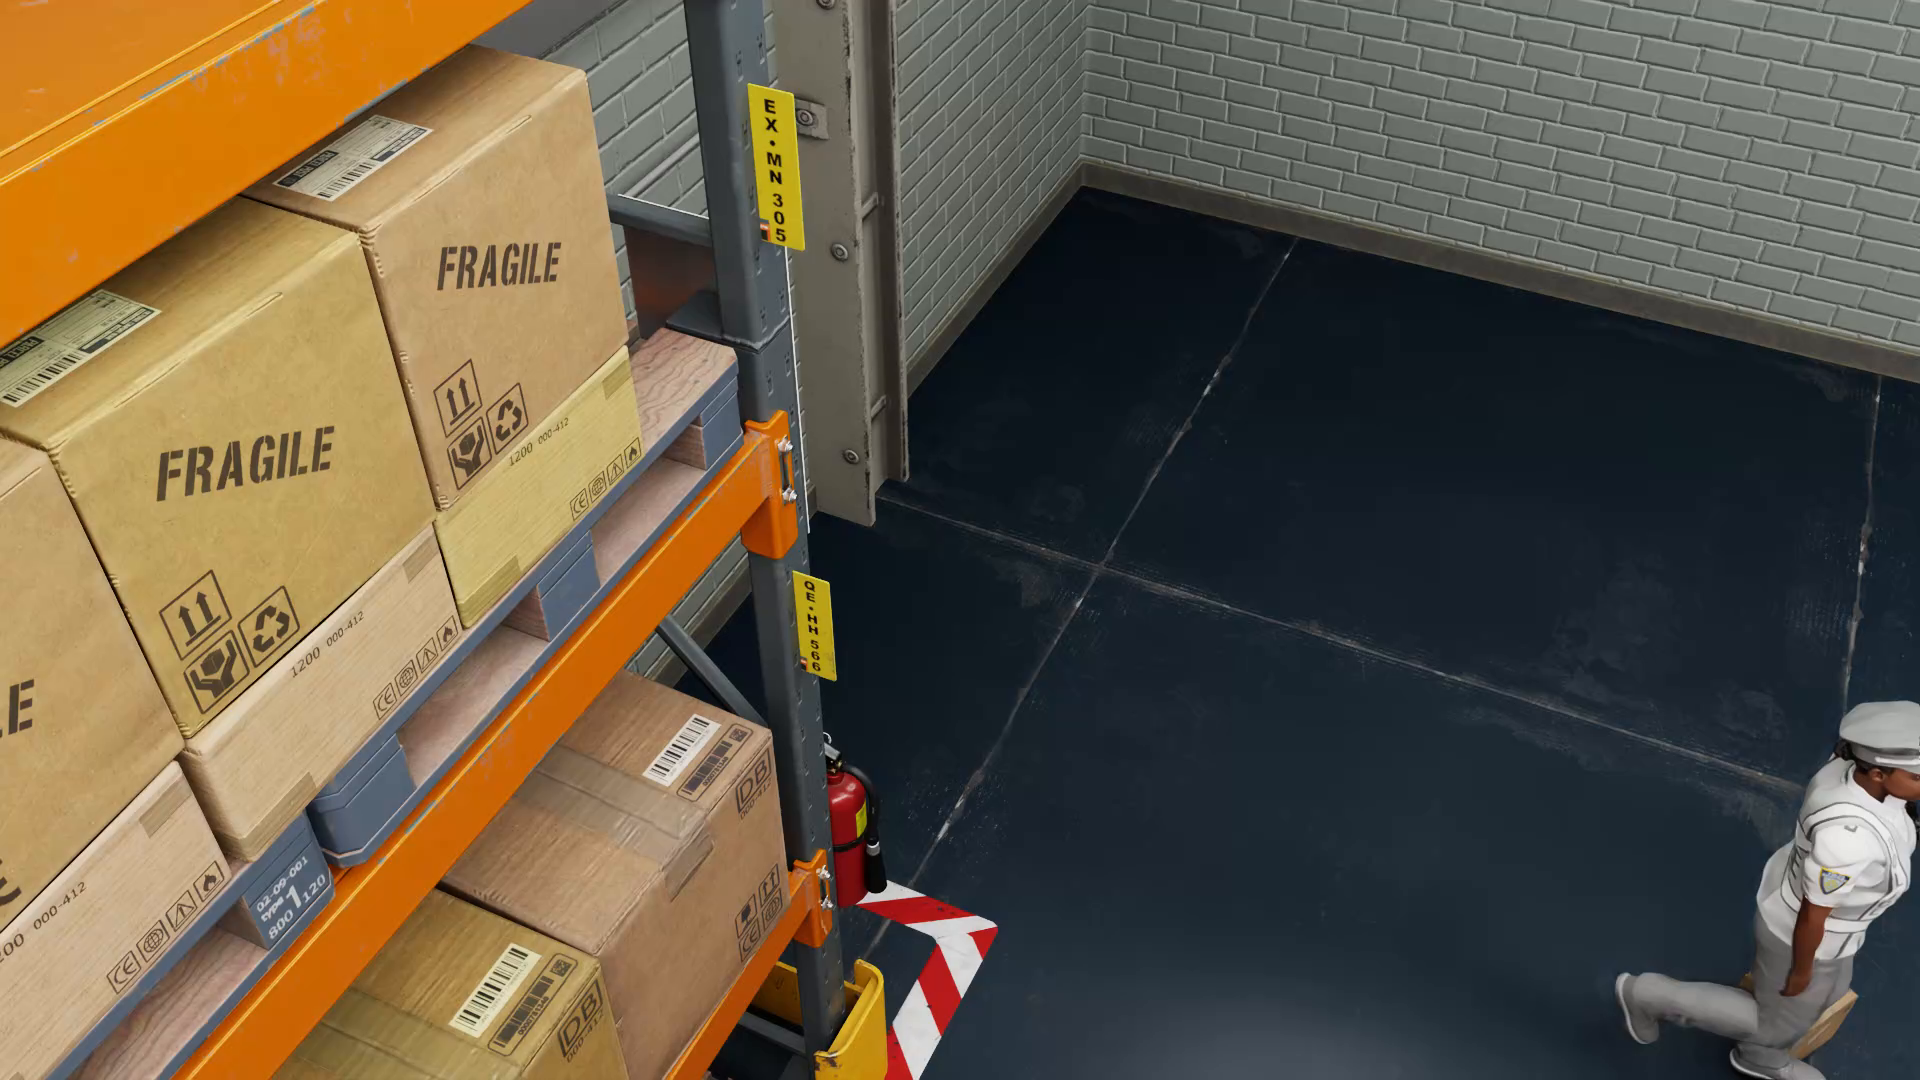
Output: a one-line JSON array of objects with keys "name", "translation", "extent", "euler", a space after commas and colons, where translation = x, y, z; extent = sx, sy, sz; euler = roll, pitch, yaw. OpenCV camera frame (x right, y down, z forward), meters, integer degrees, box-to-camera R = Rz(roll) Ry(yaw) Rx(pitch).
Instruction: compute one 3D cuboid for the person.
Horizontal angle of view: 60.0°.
[{"name": "person", "translation": [3.582, 5.084, 0.407], "extent": [9.065, 1.806, 9.438], "euler": [23, 47, 23]}]
